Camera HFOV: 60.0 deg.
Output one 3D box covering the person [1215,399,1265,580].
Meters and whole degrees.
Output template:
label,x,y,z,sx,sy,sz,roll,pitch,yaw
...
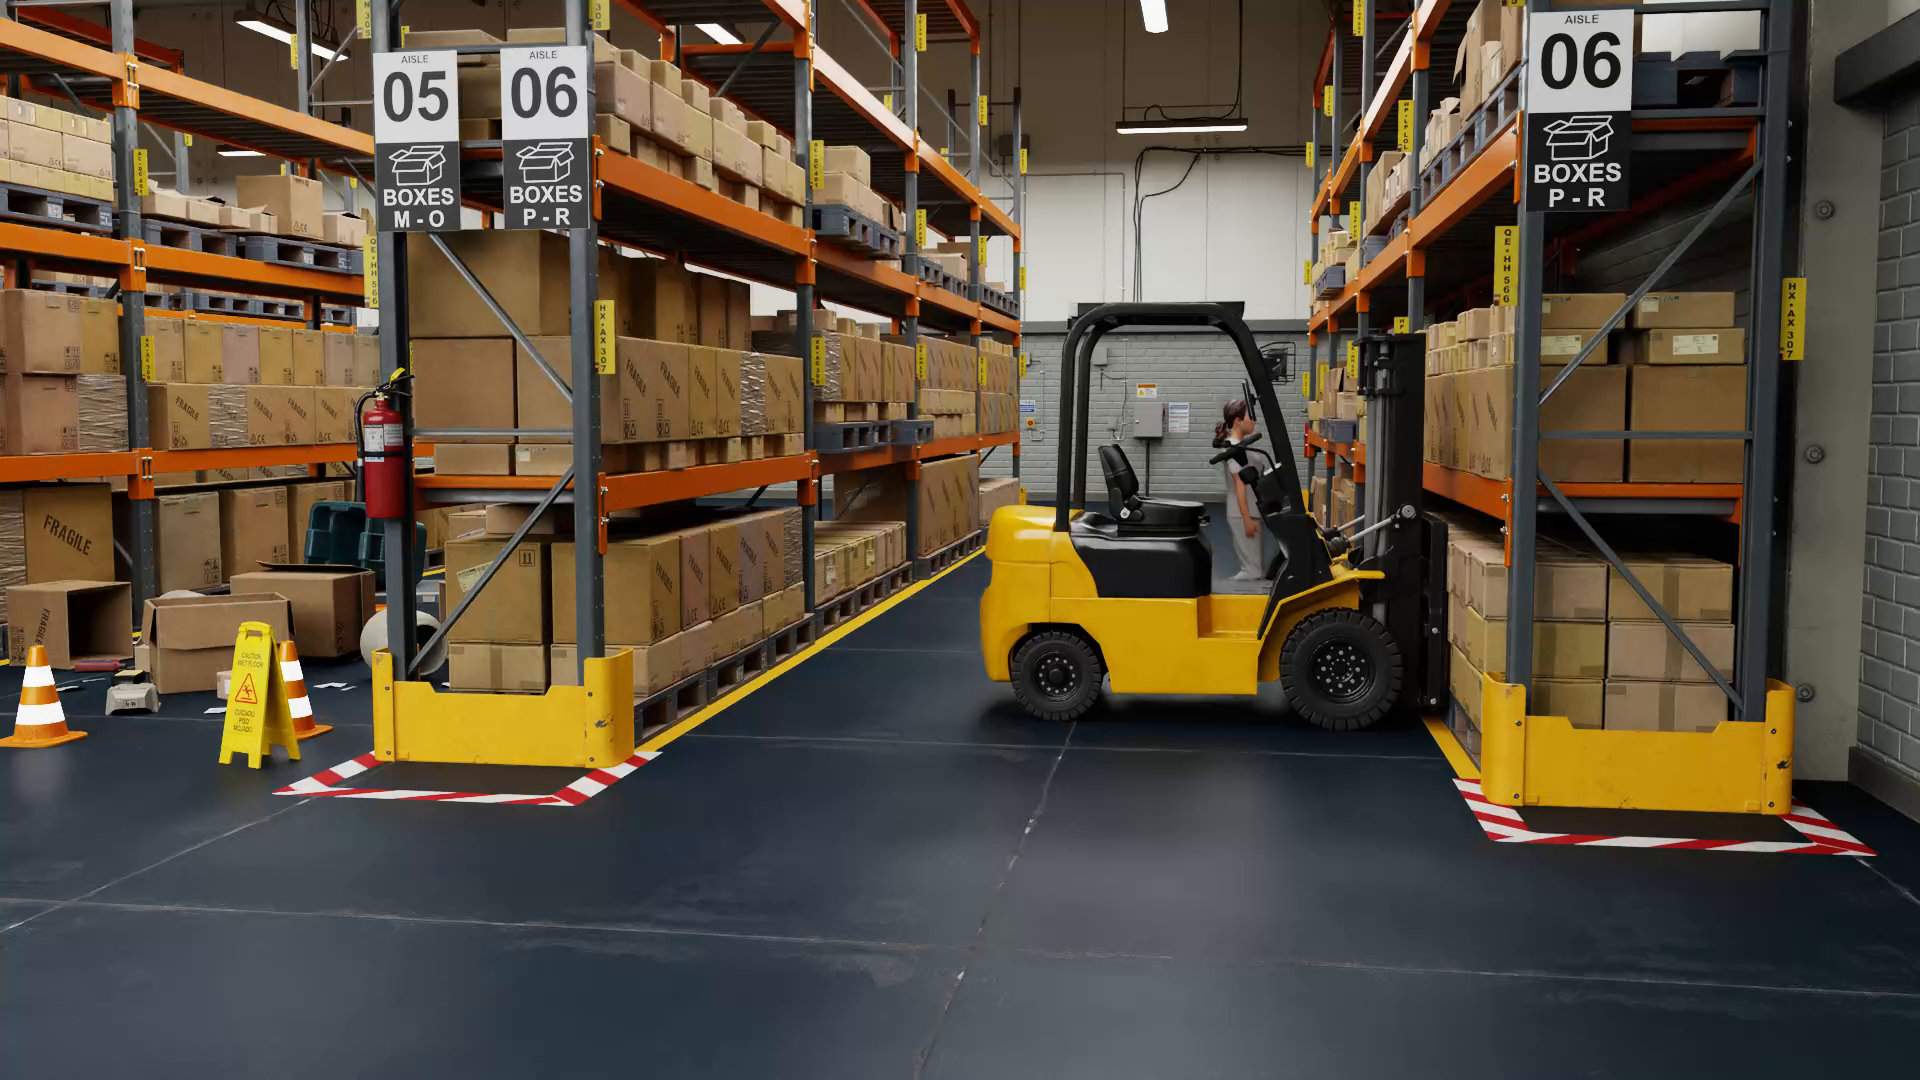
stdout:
label,x,y,z,sx,sy,sz,roll,pitch,yaw
person,1.977,-0.130,11.447,0.536,1.670,0.484,1,5,10
